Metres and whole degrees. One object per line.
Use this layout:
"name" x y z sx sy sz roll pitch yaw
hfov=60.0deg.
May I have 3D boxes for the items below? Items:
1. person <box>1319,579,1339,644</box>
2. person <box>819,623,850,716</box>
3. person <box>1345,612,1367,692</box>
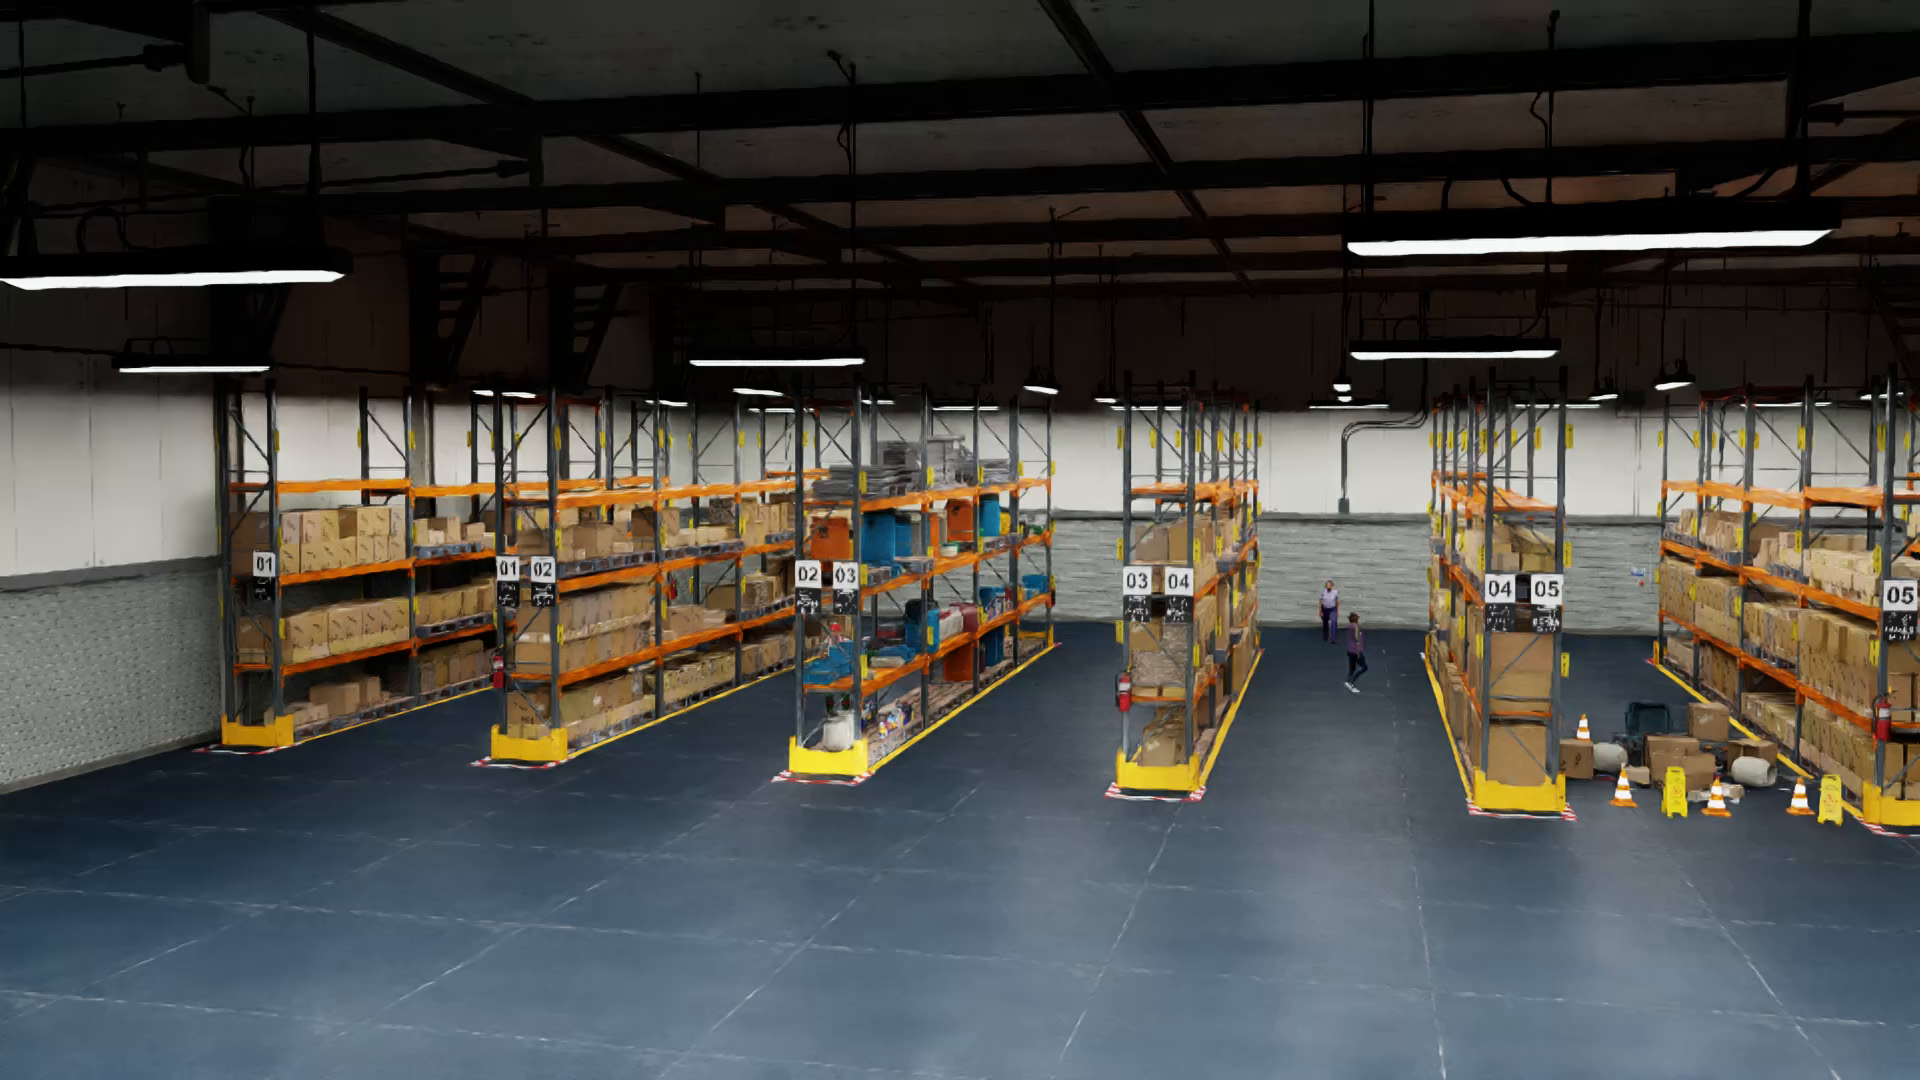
"person" 9.093 1.744 41.035 0.479 1.567 1.090 1 4 15
"person" -2.219 2.345 29.928 0.677 1.742 0.547 1 4 13
"person" 7.811 2.227 32.974 0.407 1.594 0.458 -1 4 -15
